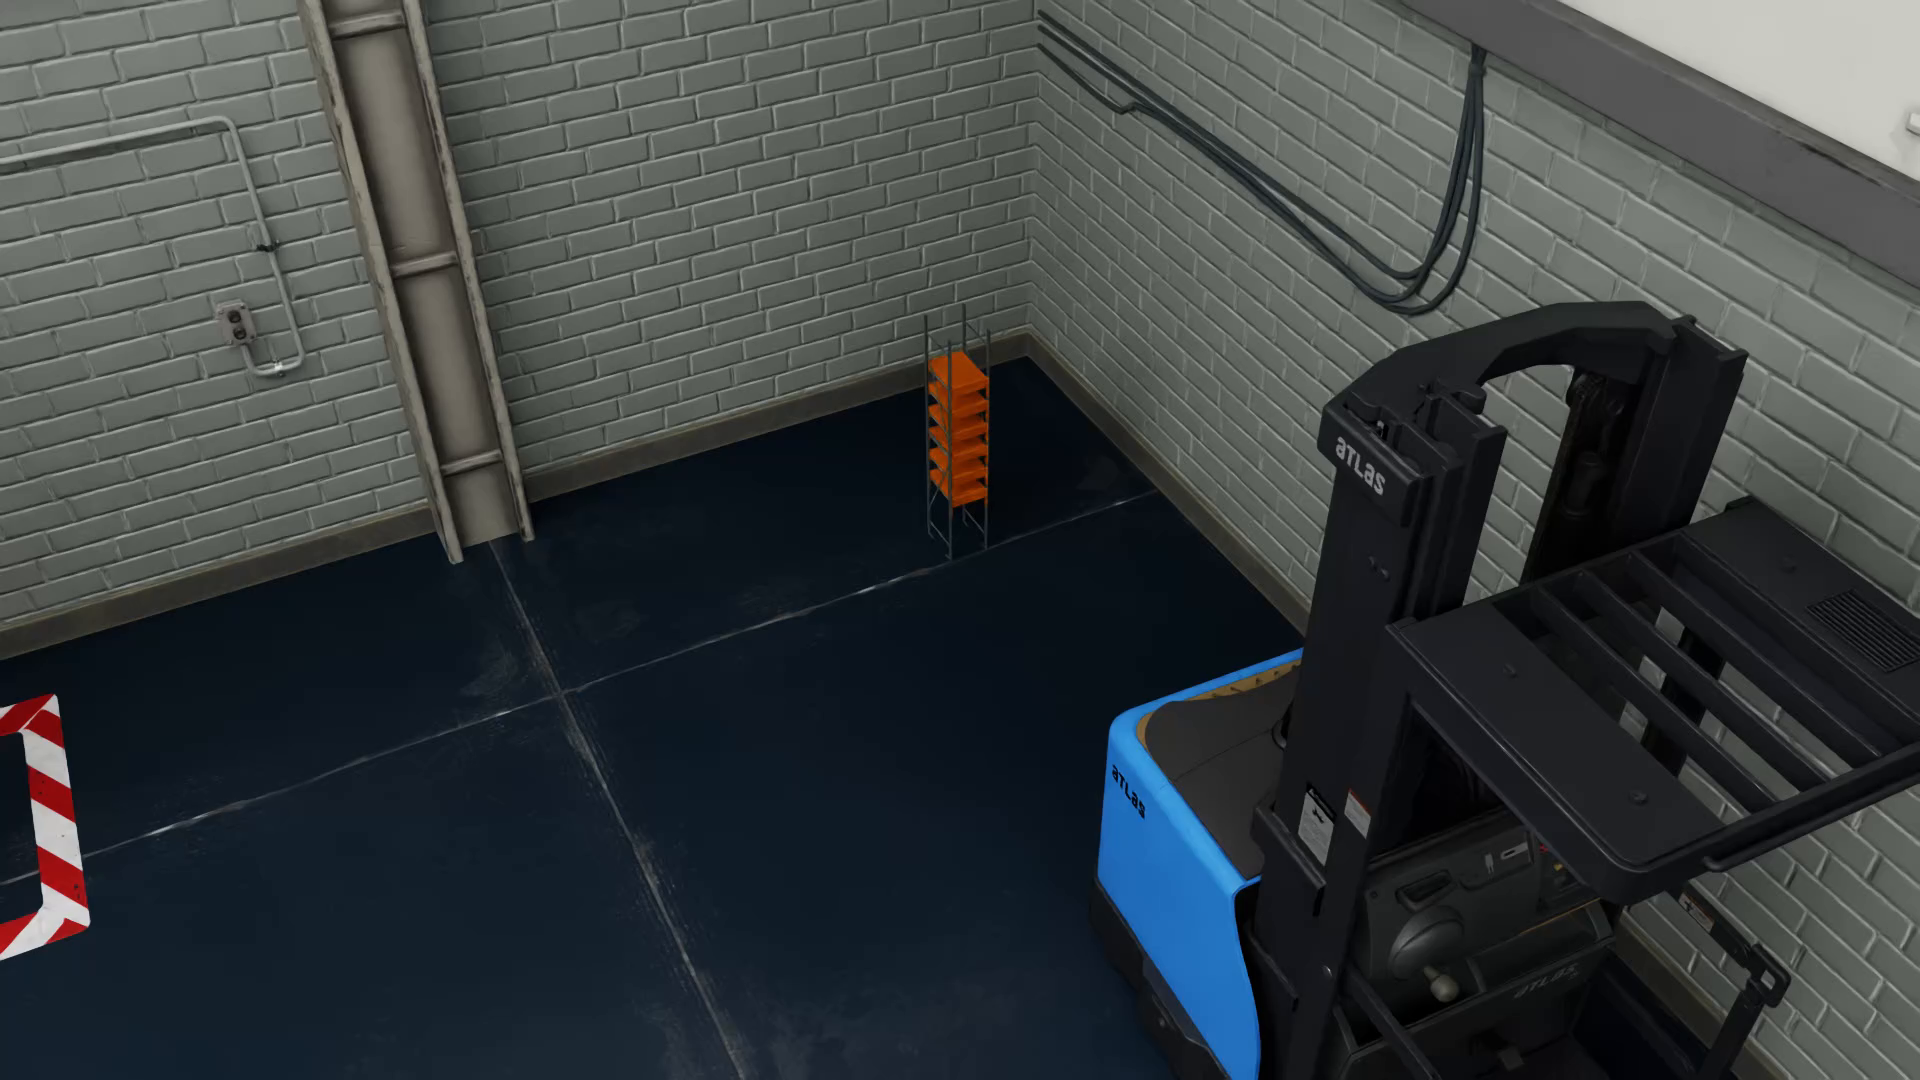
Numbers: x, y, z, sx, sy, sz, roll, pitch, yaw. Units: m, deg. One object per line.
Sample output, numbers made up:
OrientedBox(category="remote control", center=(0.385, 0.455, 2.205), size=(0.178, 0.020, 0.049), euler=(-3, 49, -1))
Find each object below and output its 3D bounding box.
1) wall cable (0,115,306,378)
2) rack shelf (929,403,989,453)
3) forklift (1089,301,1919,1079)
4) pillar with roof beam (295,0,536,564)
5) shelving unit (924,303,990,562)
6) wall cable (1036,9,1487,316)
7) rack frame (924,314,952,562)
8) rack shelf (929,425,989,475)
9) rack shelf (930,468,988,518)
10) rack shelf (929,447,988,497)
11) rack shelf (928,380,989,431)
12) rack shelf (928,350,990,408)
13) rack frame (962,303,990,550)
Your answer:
OrientedBox(category="wall cable", center=(-3.517, -1.190, 6.037), size=(1.851, 1.984, 0.084), euler=(-19, 44, -21))
OrientedBox(category="rack shelf", center=(-0.013, -0.511, 7.297), size=(0.180, 0.103, 0.258), euler=(-19, 44, -21))
OrientedBox(category="forklift", center=(1.555, 1.001, 4.288), size=(1.130, 2.935, 3.031), euler=(-17, 43, -19))
OrientedBox(category="pillar with roof beam", center=(-0.232, -1.003, 1.958), size=(0.400, 9.000, 9.100), euler=(-19, 44, -21))
OrientedBox(category="shelving unit", center=(-0.013, -0.454, 7.346), size=(0.189, 1.200, 0.258), euler=(-19, 44, -21))
OrientedBox(category="wall cable", center=(0.966, -2.466, 6.090), size=(0.112, 2.526, 3.097), euler=(-19, 44, -21))
OrientedBox(category="rack frame", center=(-0.094, -0.426, 7.314), size=(0.006, 1.200, 0.240), euler=(-19, 44, -21))
OrientedBox(category="rack shelf", center=(-0.013, -0.420, 7.375), size=(0.180, 0.103, 0.258), euler=(-19, 44, -21))
OrientedBox(category="rack shelf", center=(-0.013, -0.237, 7.530), size=(0.180, 0.103, 0.258), euler=(-19, 44, -21))
OrientedBox(category="rack shelf", center=(-0.013, -0.328, 7.452), size=(0.180, 0.103, 0.258), euler=(-19, 44, -21))
OrientedBox(category="rack shelf", center=(-0.013, -0.603, 7.220), size=(0.180, 0.103, 0.258), euler=(-19, 44, -21))
OrientedBox(category="rack shelf", center=(-0.013, -0.694, 7.142), size=(0.180, 0.103, 0.258), euler=(-19, 44, -21))
OrientedBox(category="rack frame", center=(0.068, -0.481, 7.378), size=(0.006, 1.200, 0.240), euler=(-19, 44, -21))
